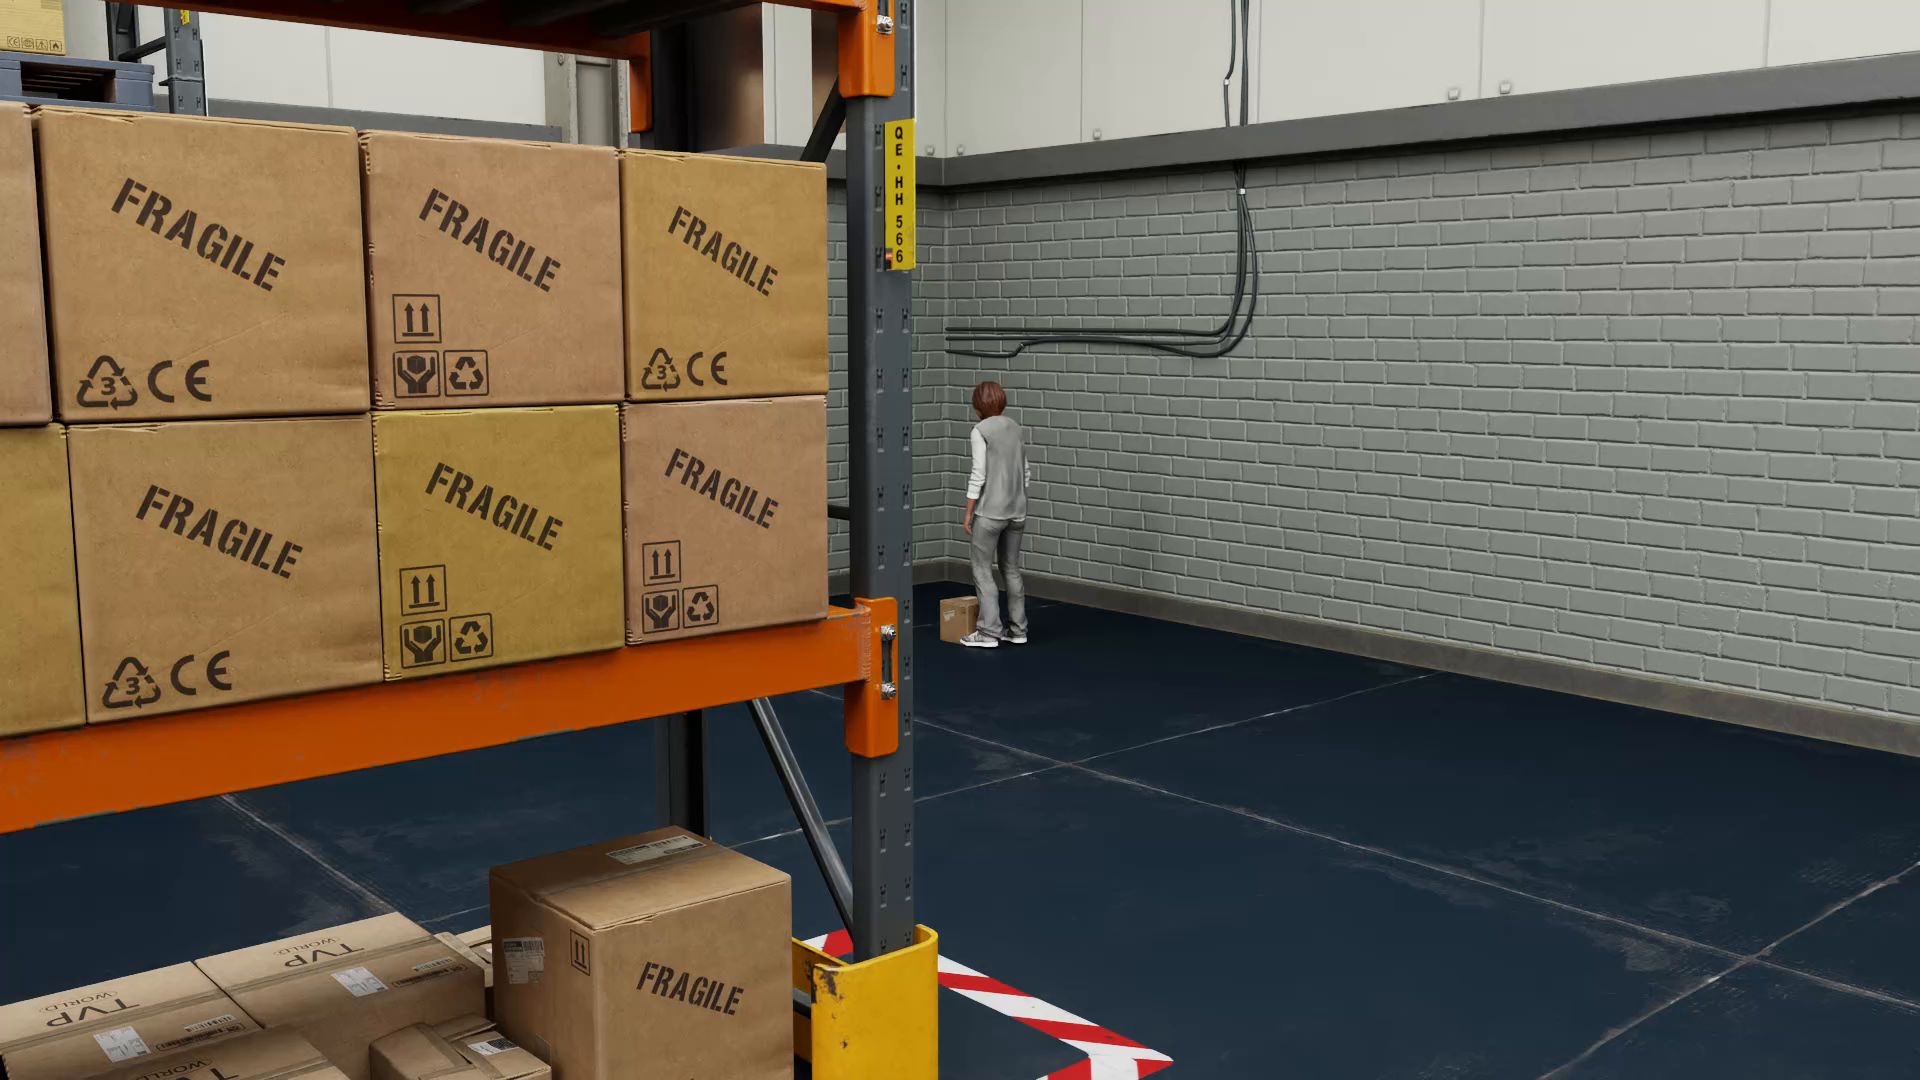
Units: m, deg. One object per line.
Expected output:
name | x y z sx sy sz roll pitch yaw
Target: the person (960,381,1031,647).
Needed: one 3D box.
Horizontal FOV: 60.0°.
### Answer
person | 0.215 -0.144 9.955 0.461 1.582 0.364 -7 10 -40
